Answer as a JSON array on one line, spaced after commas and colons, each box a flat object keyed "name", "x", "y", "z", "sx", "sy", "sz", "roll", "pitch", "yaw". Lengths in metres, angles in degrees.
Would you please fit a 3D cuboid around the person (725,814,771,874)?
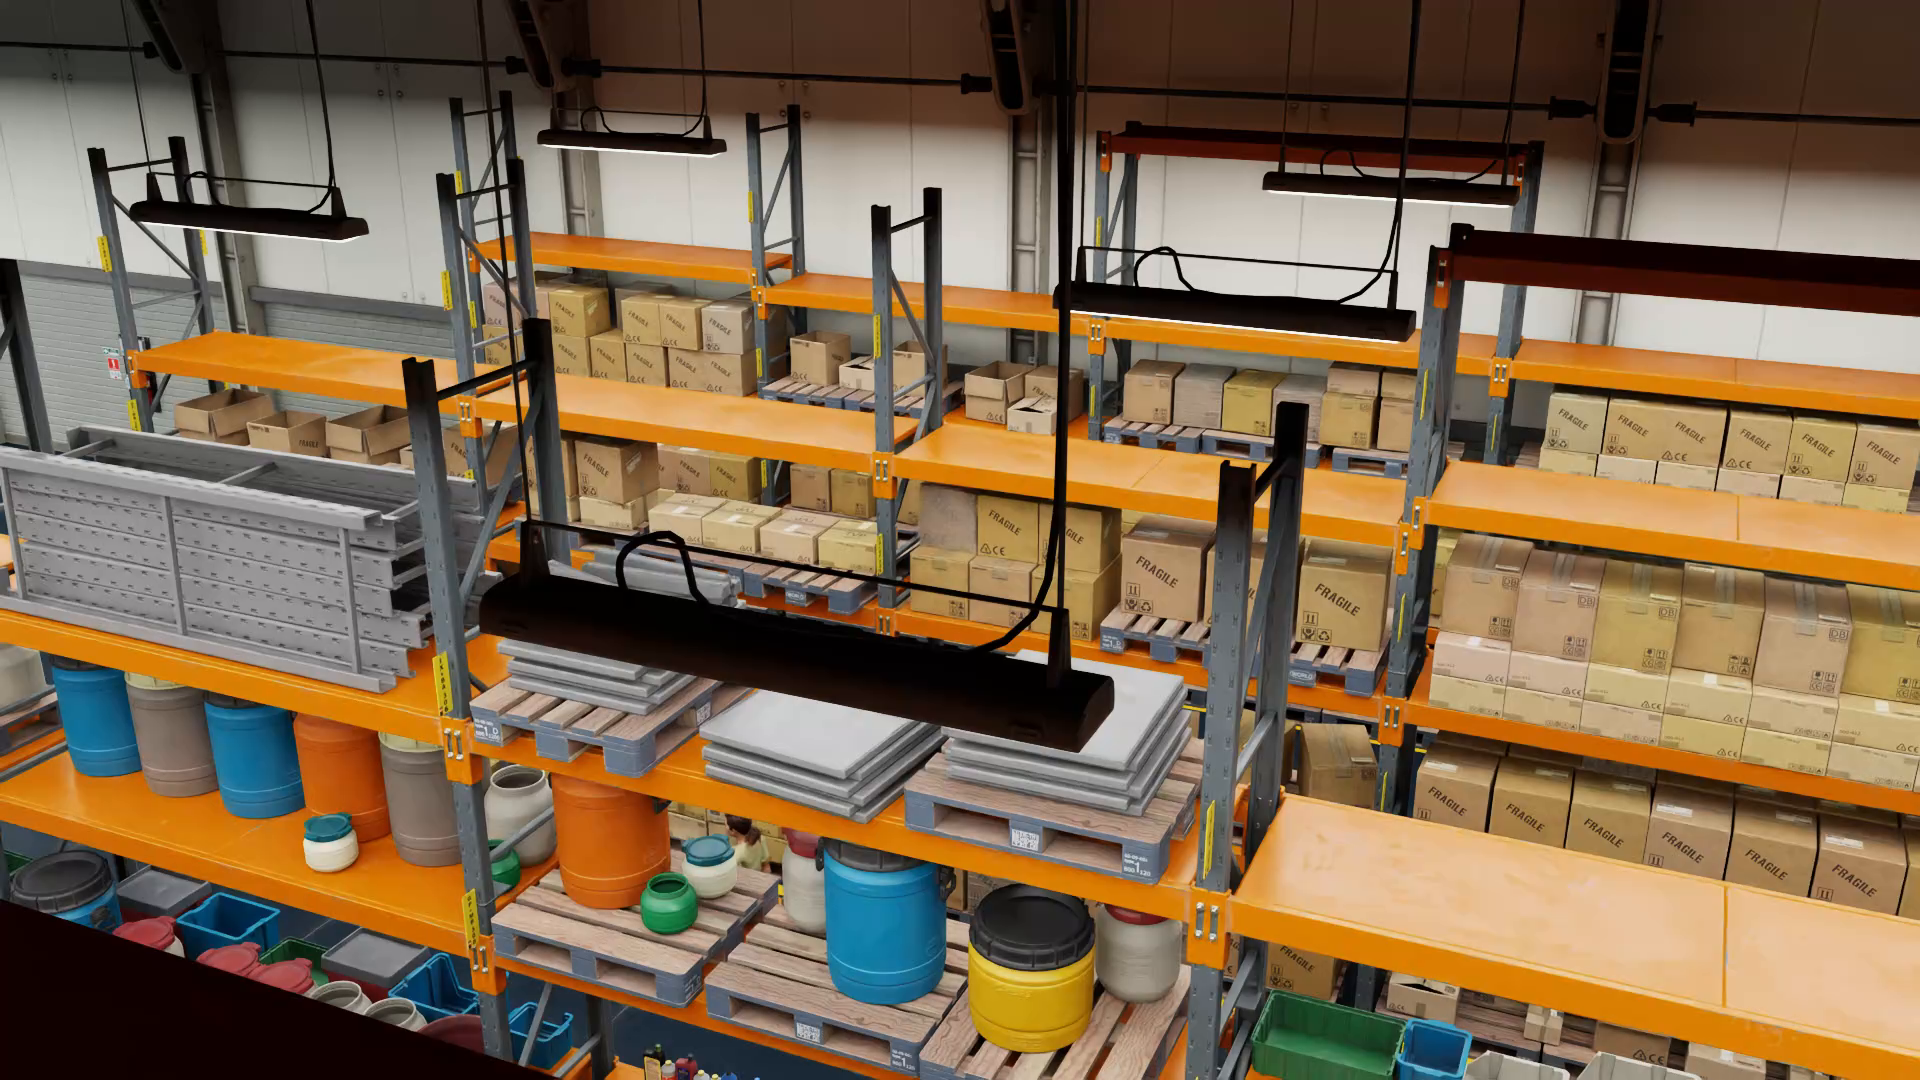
[{"name": "person", "x": -1.694, "y": 2.826, "z": 12.831, "sx": 0.537, "sy": 1.725, "sz": 0.490, "roll": 9, "pitch": 22, "yaw": 23}]
